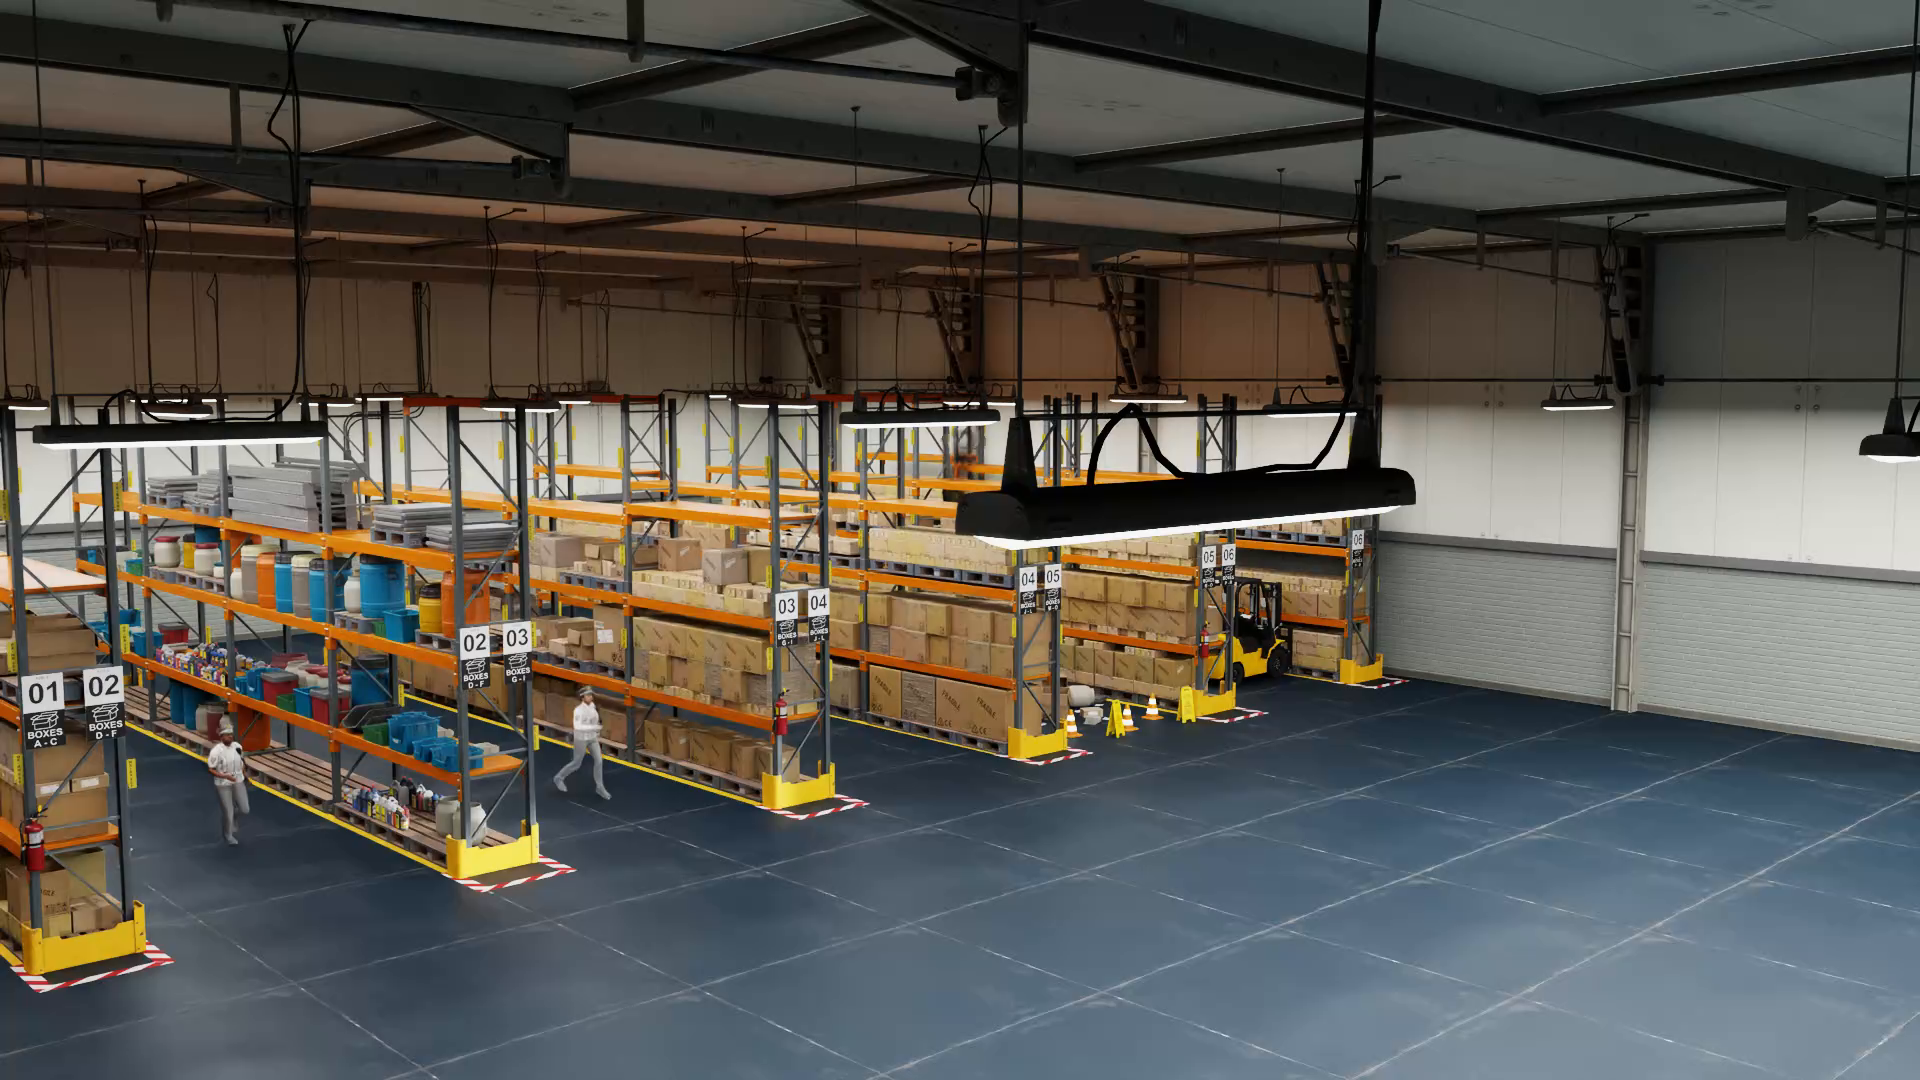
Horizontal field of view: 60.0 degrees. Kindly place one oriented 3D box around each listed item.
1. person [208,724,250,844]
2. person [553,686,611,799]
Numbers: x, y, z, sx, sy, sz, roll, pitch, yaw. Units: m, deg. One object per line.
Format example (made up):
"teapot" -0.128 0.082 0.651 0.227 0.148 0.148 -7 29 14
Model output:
"person" -9.918 3.318 22.653 0.529 1.653 0.569 5 7 40
"person" -5.722 3.048 25.244 0.930 1.725 0.619 3 6 27
